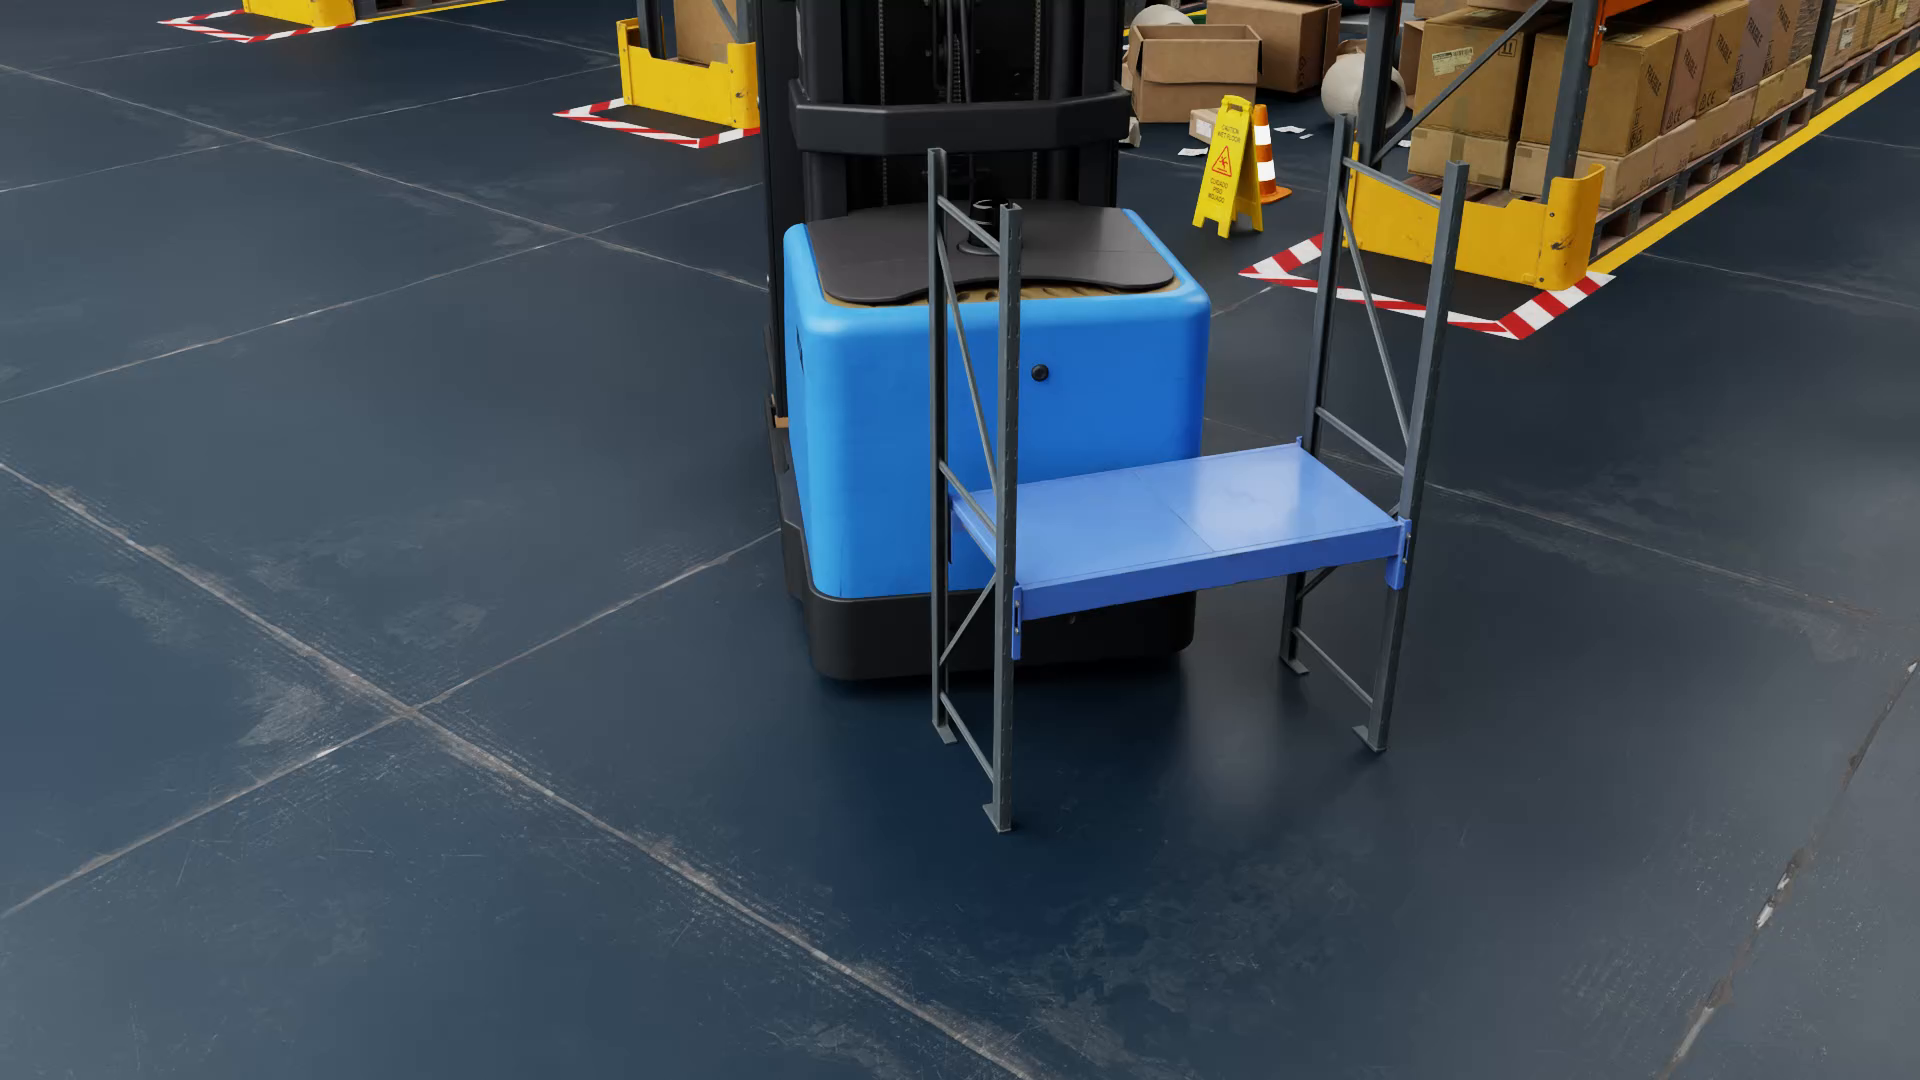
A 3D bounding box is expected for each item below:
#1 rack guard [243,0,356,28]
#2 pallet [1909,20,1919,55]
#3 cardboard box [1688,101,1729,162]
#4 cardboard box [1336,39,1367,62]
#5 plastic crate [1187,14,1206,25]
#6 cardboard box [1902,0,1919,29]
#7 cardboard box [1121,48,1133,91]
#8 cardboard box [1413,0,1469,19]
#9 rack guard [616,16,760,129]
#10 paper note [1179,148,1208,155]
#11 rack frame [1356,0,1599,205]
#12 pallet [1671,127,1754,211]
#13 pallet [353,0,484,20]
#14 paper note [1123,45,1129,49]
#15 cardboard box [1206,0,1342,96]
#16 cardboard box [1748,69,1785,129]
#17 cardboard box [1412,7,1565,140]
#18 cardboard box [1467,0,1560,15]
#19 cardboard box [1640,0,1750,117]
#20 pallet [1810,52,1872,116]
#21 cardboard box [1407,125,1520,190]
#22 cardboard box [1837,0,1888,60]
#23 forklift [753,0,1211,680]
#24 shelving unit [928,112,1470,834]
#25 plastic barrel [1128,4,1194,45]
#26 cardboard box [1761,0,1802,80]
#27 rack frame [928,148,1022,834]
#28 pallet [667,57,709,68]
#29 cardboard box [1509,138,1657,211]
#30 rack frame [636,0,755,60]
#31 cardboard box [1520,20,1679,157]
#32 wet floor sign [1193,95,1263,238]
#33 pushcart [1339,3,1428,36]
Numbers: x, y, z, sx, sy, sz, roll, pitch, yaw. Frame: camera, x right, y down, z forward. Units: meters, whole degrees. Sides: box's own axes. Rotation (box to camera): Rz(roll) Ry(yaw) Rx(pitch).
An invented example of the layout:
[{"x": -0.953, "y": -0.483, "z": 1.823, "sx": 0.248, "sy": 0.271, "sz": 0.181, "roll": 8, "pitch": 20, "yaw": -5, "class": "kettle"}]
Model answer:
[{"x": -5.326, "y": -4.444, "z": 13.296, "sx": 1.175, "sy": 0.500, "sz": 0.348, "roll": 21, "pitch": 34, "yaw": 34, "class": "rack guard"}, {"x": 6.863, "y": -3.952, "z": 12.660, "sx": 1.003, "sy": 0.211, "sz": 1.213, "roll": 21, "pitch": 34, "yaw": 34, "class": "pallet"}, {"x": 3.666, "y": -2.177, "z": 8.730, "sx": 0.500, "sy": 0.250, "sz": 0.500, "roll": 24, "pitch": 35, "yaw": 38, "class": "cardboard box"}, {"x": 2.642, "y": -3.173, "z": 11.095, "sx": 0.258, "sy": 0.266, "sz": 0.396, "roll": 0, "pitch": 27, "yaw": 0, "class": "cardboard box"}, {"x": 1.833, "y": -3.792, "z": 12.314, "sx": 0.662, "sy": 0.188, "sz": 0.450, "roll": -10, "pitch": 19, "yaw": -18, "class": "plastic crate"}, {"x": 6.530, "y": -4.025, "z": 12.170, "sx": 0.950, "sy": 0.372, "sz": 0.625, "roll": 20, "pitch": 33, "yaw": 33, "class": "cardboard box"}, {"x": 1.260, "y": -3.098, "z": 10.950, "sx": 0.258, "sy": 0.266, "sz": 0.396, "roll": -21, "pitch": 34, "yaw": -35, "class": "cardboard box"}, {"x": 3.424, "y": -3.785, "z": 11.198, "sx": 0.500, "sy": 0.500, "sz": 0.500, "roll": 21, "pitch": 34, "yaw": 34, "class": "cardboard box"}, {"x": -1.627, "y": -2.923, "z": 10.357, "sx": 1.175, "sy": 0.500, "sz": 0.348, "roll": 21, "pitch": 34, "yaw": 34, "class": "rack guard"}, {"x": 1.337, "y": -2.229, "z": 9.526, "sx": 0.148, "sy": 0.019, "sz": 0.142, "roll": 9, "pitch": 29, "yaw": 17, "class": "paper note"}, {"x": 2.272, "y": -2.631, "z": 7.071, "sx": 1.000, "sy": 3.000, "sz": 0.127, "roll": 21, "pitch": 34, "yaw": 34, "class": "rack frame"}, {"x": 3.641, "y": -2.128, "z": 9.133, "sx": 1.003, "sy": 0.211, "sz": 1.213, "roll": 21, "pitch": 34, "yaw": 34, "class": "pallet"}, {"x": -4.782, "y": -4.593, "z": 13.900, "sx": 1.003, "sy": 0.211, "sz": 1.213, "roll": 21, "pitch": 34, "yaw": 34, "class": "pallet"}, {"x": 1.204, "y": -3.639, "z": 12.250, "sx": 0.147, "sy": 0.020, "sz": 0.142, "roll": 0, "pitch": 27, "yaw": 0, "class": "paper note"}, {"x": 2.024, "y": -3.279, "z": 10.893, "sx": 0.797, "sy": 0.637, "sz": 0.503, "roll": 21, "pitch": 34, "yaw": 34, "class": "cardboard box"}, {"x": 4.317, "y": -2.535, "z": 9.420, "sx": 0.500, "sy": 0.250, "sz": 0.500, "roll": 20, "pitch": 33, "yaw": 33, "class": "cardboard box"}, {"x": 2.581, "y": -2.290, "z": 8.131, "sx": 0.500, "sy": 0.500, "sz": 0.500, "roll": 21, "pitch": 34, "yaw": 35, "class": "cardboard box"}, {"x": 2.762, "y": -2.728, "z": 8.271, "sx": 0.380, "sy": 0.149, "sz": 0.250, "roll": 22, "pitch": 35, "yaw": 36, "class": "cardboard box"}, {"x": 3.668, "y": -2.505, "z": 8.548, "sx": 0.500, "sy": 0.500, "sz": 0.500, "roll": 22, "pitch": 34, "yaw": 35, "class": "cardboard box"}, {"x": 5.310, "y": -3.087, "z": 10.988, "sx": 1.003, "sy": 0.211, "sz": 1.213, "roll": 21, "pitch": 34, "yaw": 34, "class": "pallet"}, {"x": 2.594, "y": -1.970, "z": 8.329, "sx": 0.500, "sy": 0.250, "sz": 0.500, "roll": 21, "pitch": 34, "yaw": 34, "class": "cardboard box"}, {"x": 5.603, "y": -3.511, "z": 11.176, "sx": 0.950, "sy": 0.372, "sz": 0.625, "roll": 23, "pitch": 35, "yaw": 37, "class": "cardboard box"}, {"x": -0.098, "y": -1.585, "z": 5.124, "sx": 1.130, "sy": 2.935, "sz": 3.031, "roll": -4, "pitch": 28, "yaw": -8, "class": "forklift"}, {"x": 0.505, "y": -0.161, "z": 3.928, "sx": 1.048, "sy": 1.500, "sz": 0.538, "roll": -9, "pitch": 29, "yaw": -17, "class": "shelving unit"}, {"x": 1.395, "y": -3.465, "z": 11.488, "sx": 0.421, "sy": 0.421, "sz": 0.512, "roll": -5, "pitch": 28, "yaw": -9, "class": "plastic barrel"}, {"x": 4.325, "y": -2.879, "z": 9.269, "sx": 0.500, "sy": 0.500, "sz": 0.500, "roll": 21, "pitch": 34, "yaw": 35, "class": "cardboard box"}, {"x": 0.025, "y": -0.084, "z": 3.779, "sx": 0.032, "sy": 1.500, "sz": 0.500, "roll": -9, "pitch": 29, "yaw": -17, "class": "rack frame"}, {"x": -1.163, "y": -3.110, "z": 11.032, "sx": 1.003, "sy": 0.211, "sz": 1.213, "roll": 21, "pitch": 34, "yaw": 34, "class": "pallet"}, {"x": 2.999, "y": -1.802, "z": 8.003, "sx": 0.500, "sy": 0.250, "sz": 0.500, "roll": 20, "pitch": 34, "yaw": 34, "class": "cardboard box"}, {"x": -1.612, "y": -4.042, "z": 9.799, "sx": 1.000, "sy": 3.000, "sz": 0.127, "roll": 21, "pitch": 34, "yaw": 34, "class": "rack frame"}, {"x": 3.013, "y": -2.143, "z": 7.848, "sx": 0.500, "sy": 0.500, "sz": 0.500, "roll": 19, "pitch": 33, "yaw": 33, "class": "cardboard box"}, {"x": 1.326, "y": -1.831, "z": 8.087, "sx": 0.232, "sy": 0.644, "sz": 0.267, "roll": -15, "pitch": 31, "yaw": -27, "class": "wet floor sign"}, {"x": 3.025, "y": -3.533, "z": 11.669, "sx": 1.648, "sy": 0.377, "sz": 0.936, "roll": 9, "pitch": 29, "yaw": 17, "class": "pushcart"}]
